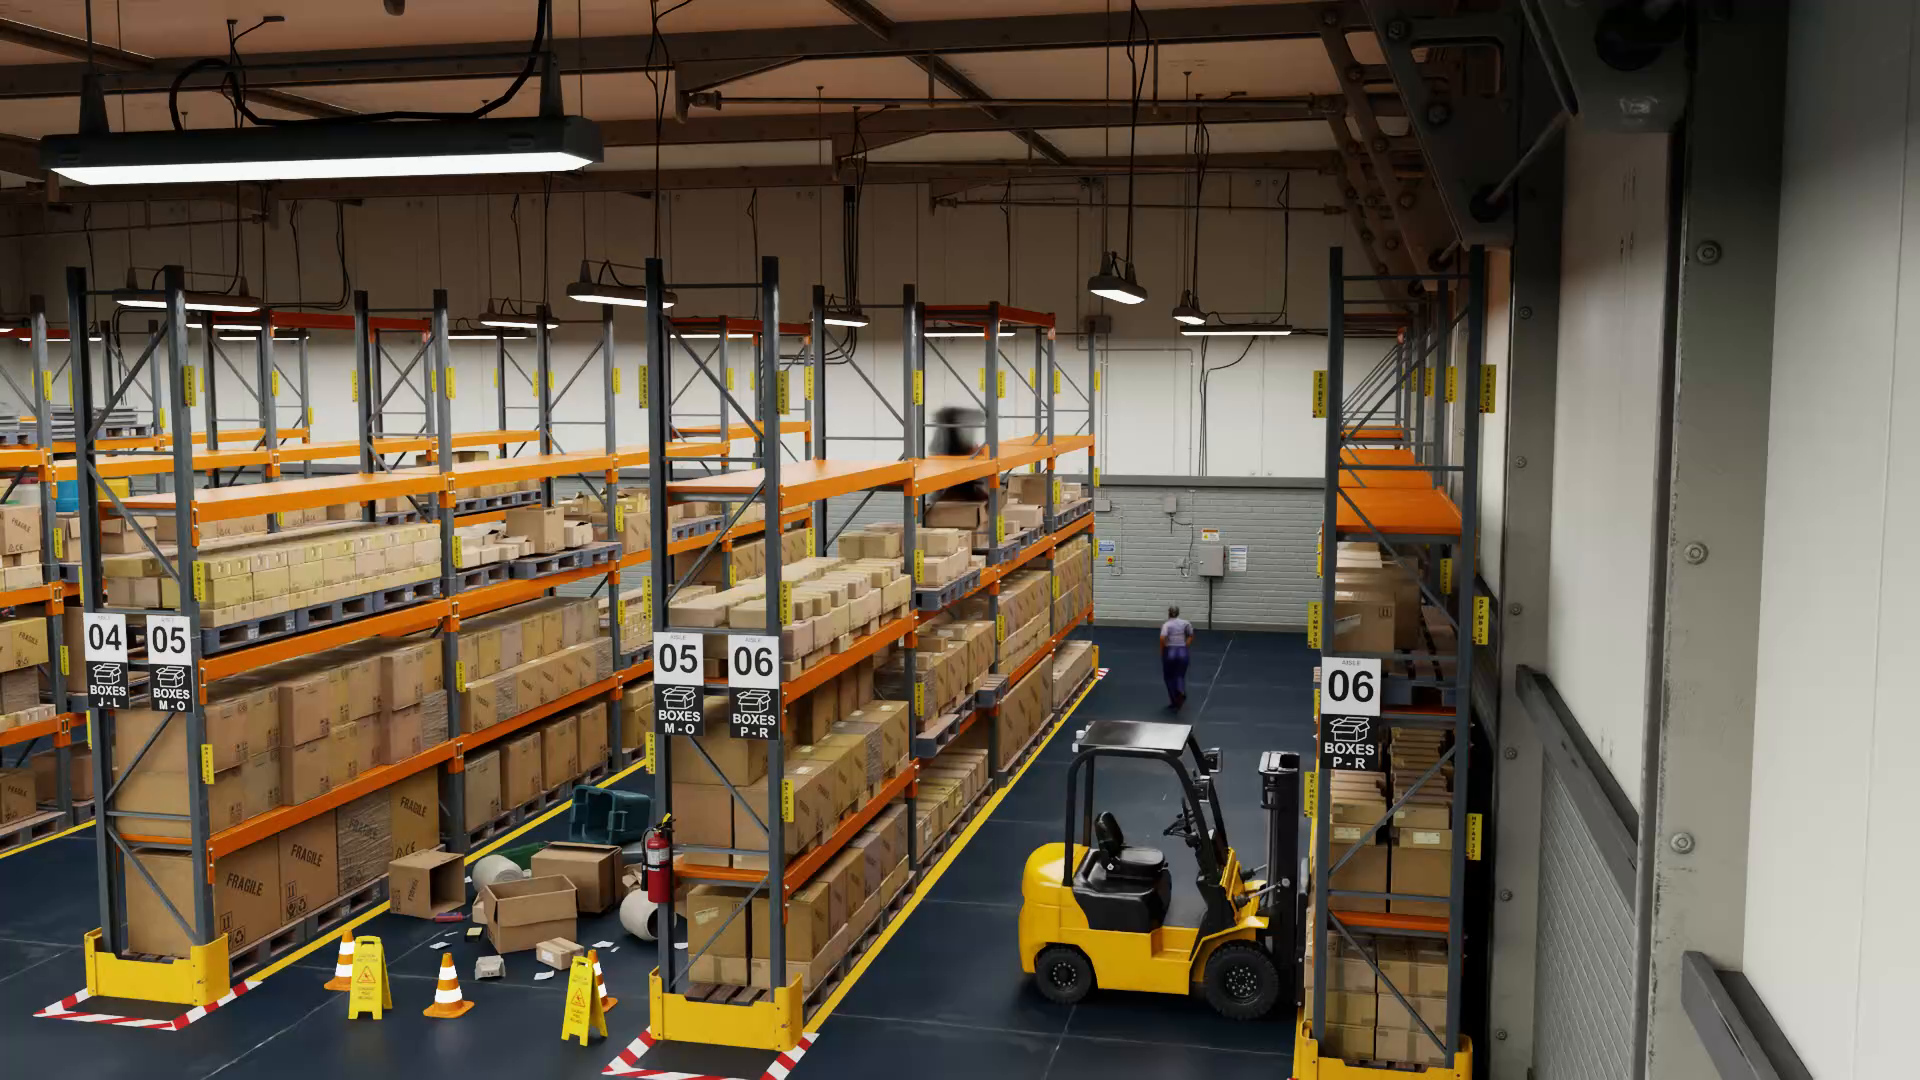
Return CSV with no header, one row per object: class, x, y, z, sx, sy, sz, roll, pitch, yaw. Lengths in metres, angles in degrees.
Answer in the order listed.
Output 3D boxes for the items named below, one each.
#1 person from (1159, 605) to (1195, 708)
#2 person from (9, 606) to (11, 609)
person,3.330,1.816,25.393,0.609,1.625,0.646,-1,6,-9
person,-15.238,1.701,27.331,0.602,1.467,1.094,0,6,0
